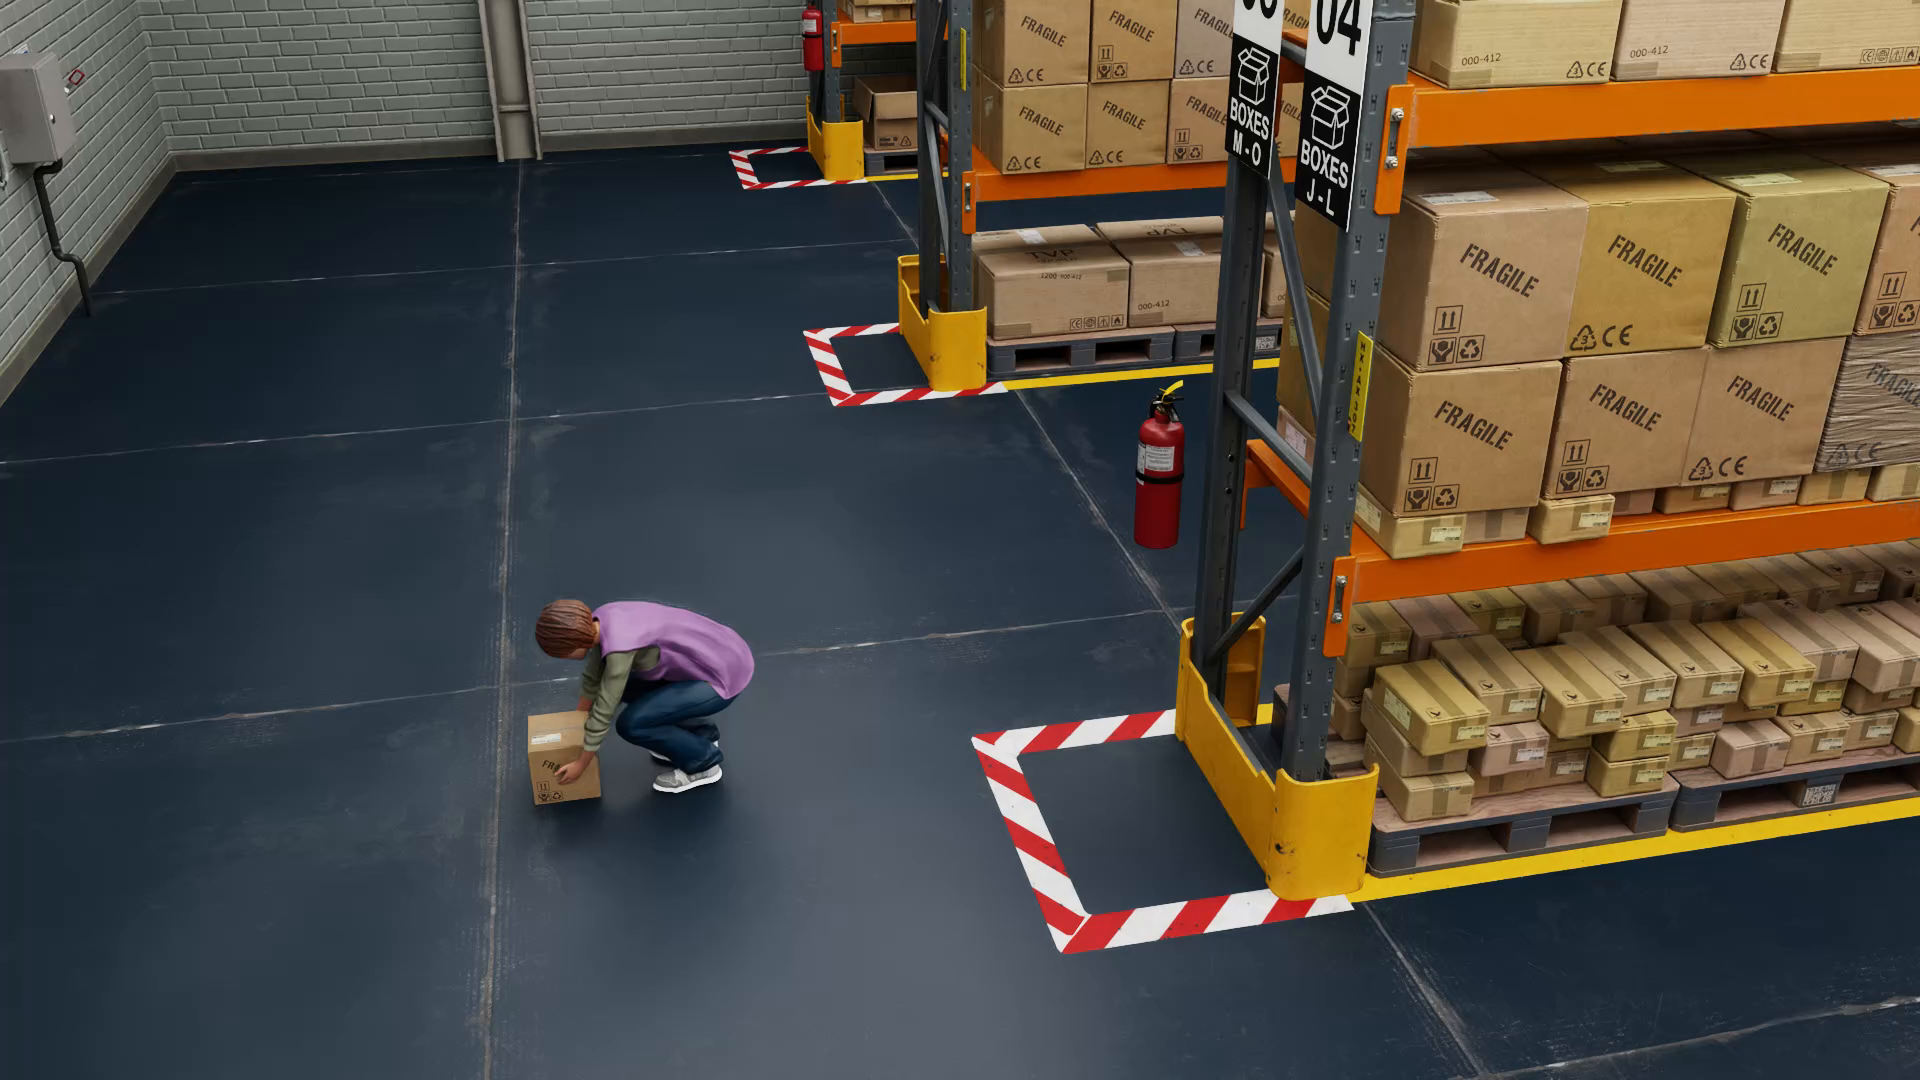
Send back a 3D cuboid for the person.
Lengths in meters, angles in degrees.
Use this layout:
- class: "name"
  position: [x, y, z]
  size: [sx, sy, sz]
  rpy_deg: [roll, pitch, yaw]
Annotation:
- class: "person"
  position: [-1.186, 0.556, 6.382]
  size: [0.802, 0.834, 0.439]
  rpy_deg: [-6, 28, -12]
